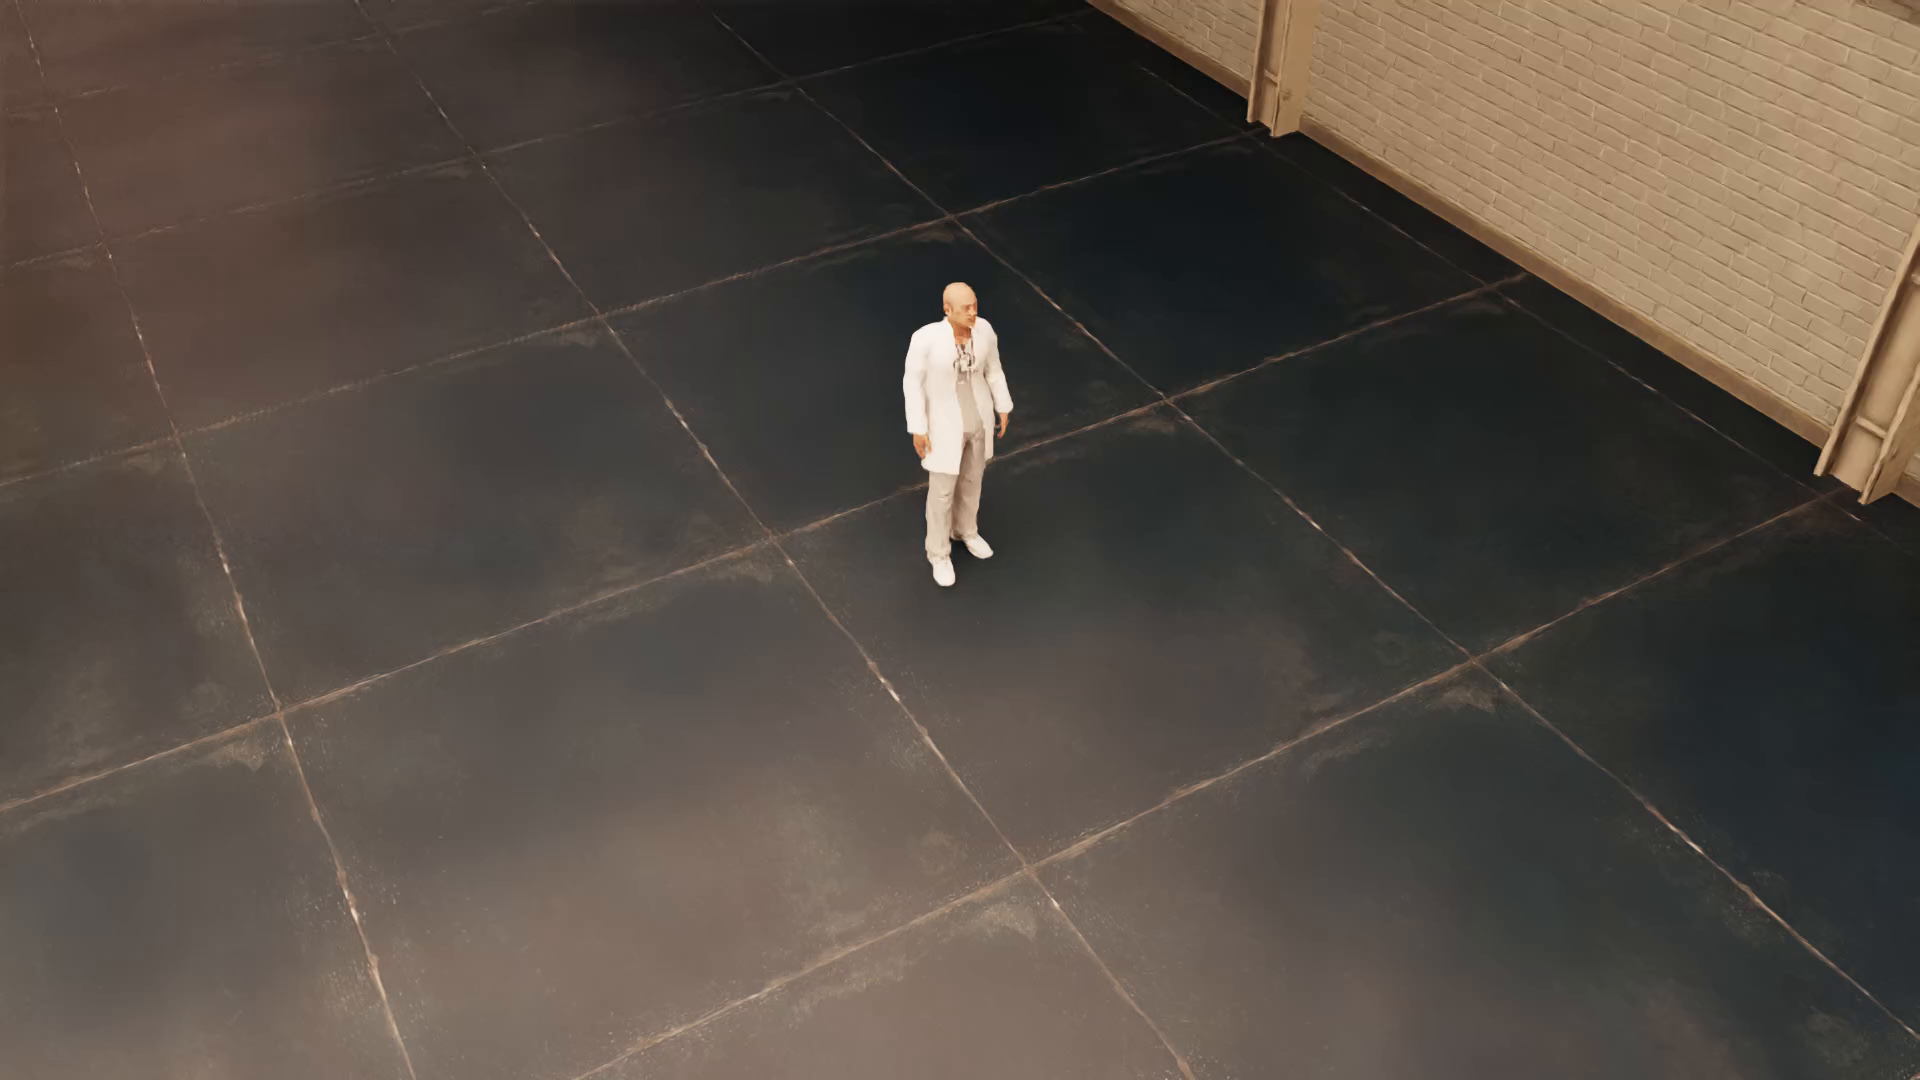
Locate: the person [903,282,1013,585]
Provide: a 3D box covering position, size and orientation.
[{"bbox_3d":[0.042,-0.638,9.698,0.694,1.776,0.579,-20,44,-23],"label":"person"}]
